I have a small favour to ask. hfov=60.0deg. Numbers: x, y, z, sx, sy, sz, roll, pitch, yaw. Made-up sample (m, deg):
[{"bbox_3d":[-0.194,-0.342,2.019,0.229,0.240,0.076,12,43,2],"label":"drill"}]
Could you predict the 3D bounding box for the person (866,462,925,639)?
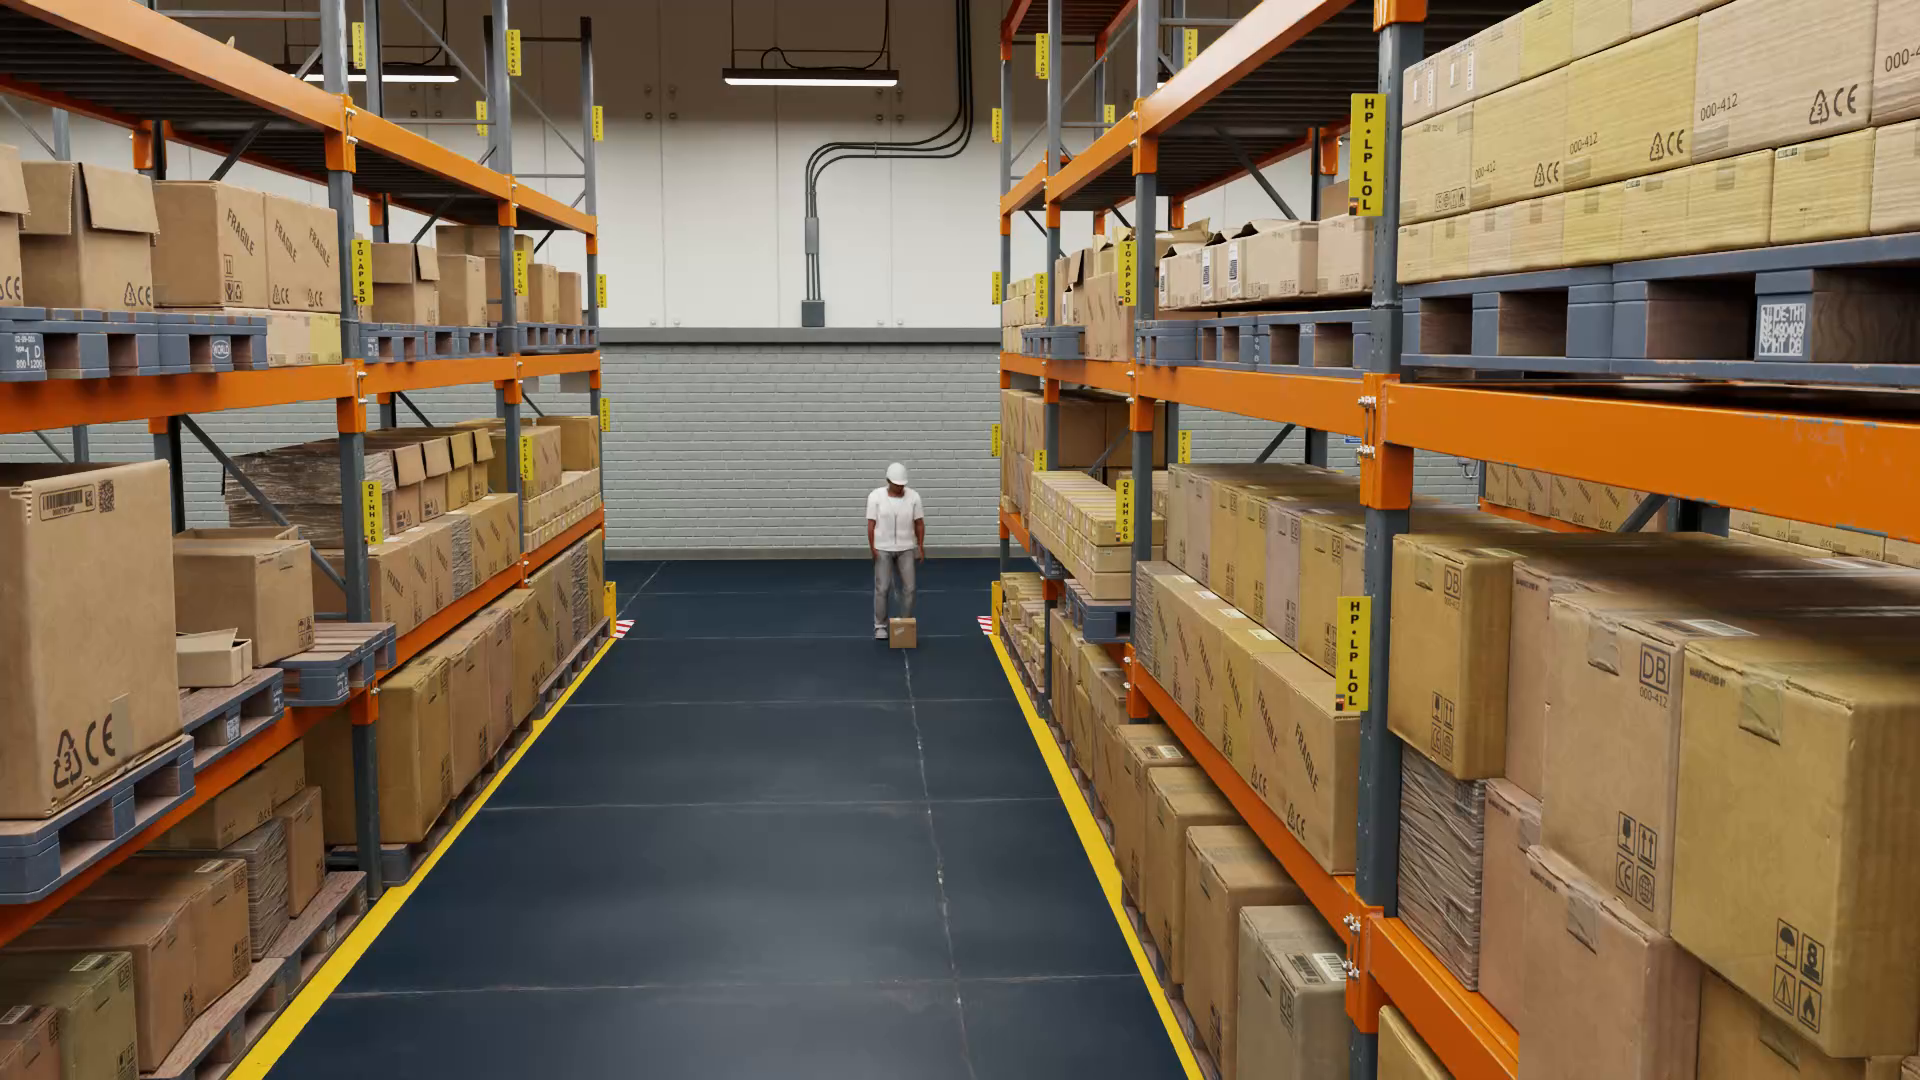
[{"bbox_3d":[-0.627,0.101,16.393,0.578,1.743,0.396,-1,7,-11],"label":"person"}]
